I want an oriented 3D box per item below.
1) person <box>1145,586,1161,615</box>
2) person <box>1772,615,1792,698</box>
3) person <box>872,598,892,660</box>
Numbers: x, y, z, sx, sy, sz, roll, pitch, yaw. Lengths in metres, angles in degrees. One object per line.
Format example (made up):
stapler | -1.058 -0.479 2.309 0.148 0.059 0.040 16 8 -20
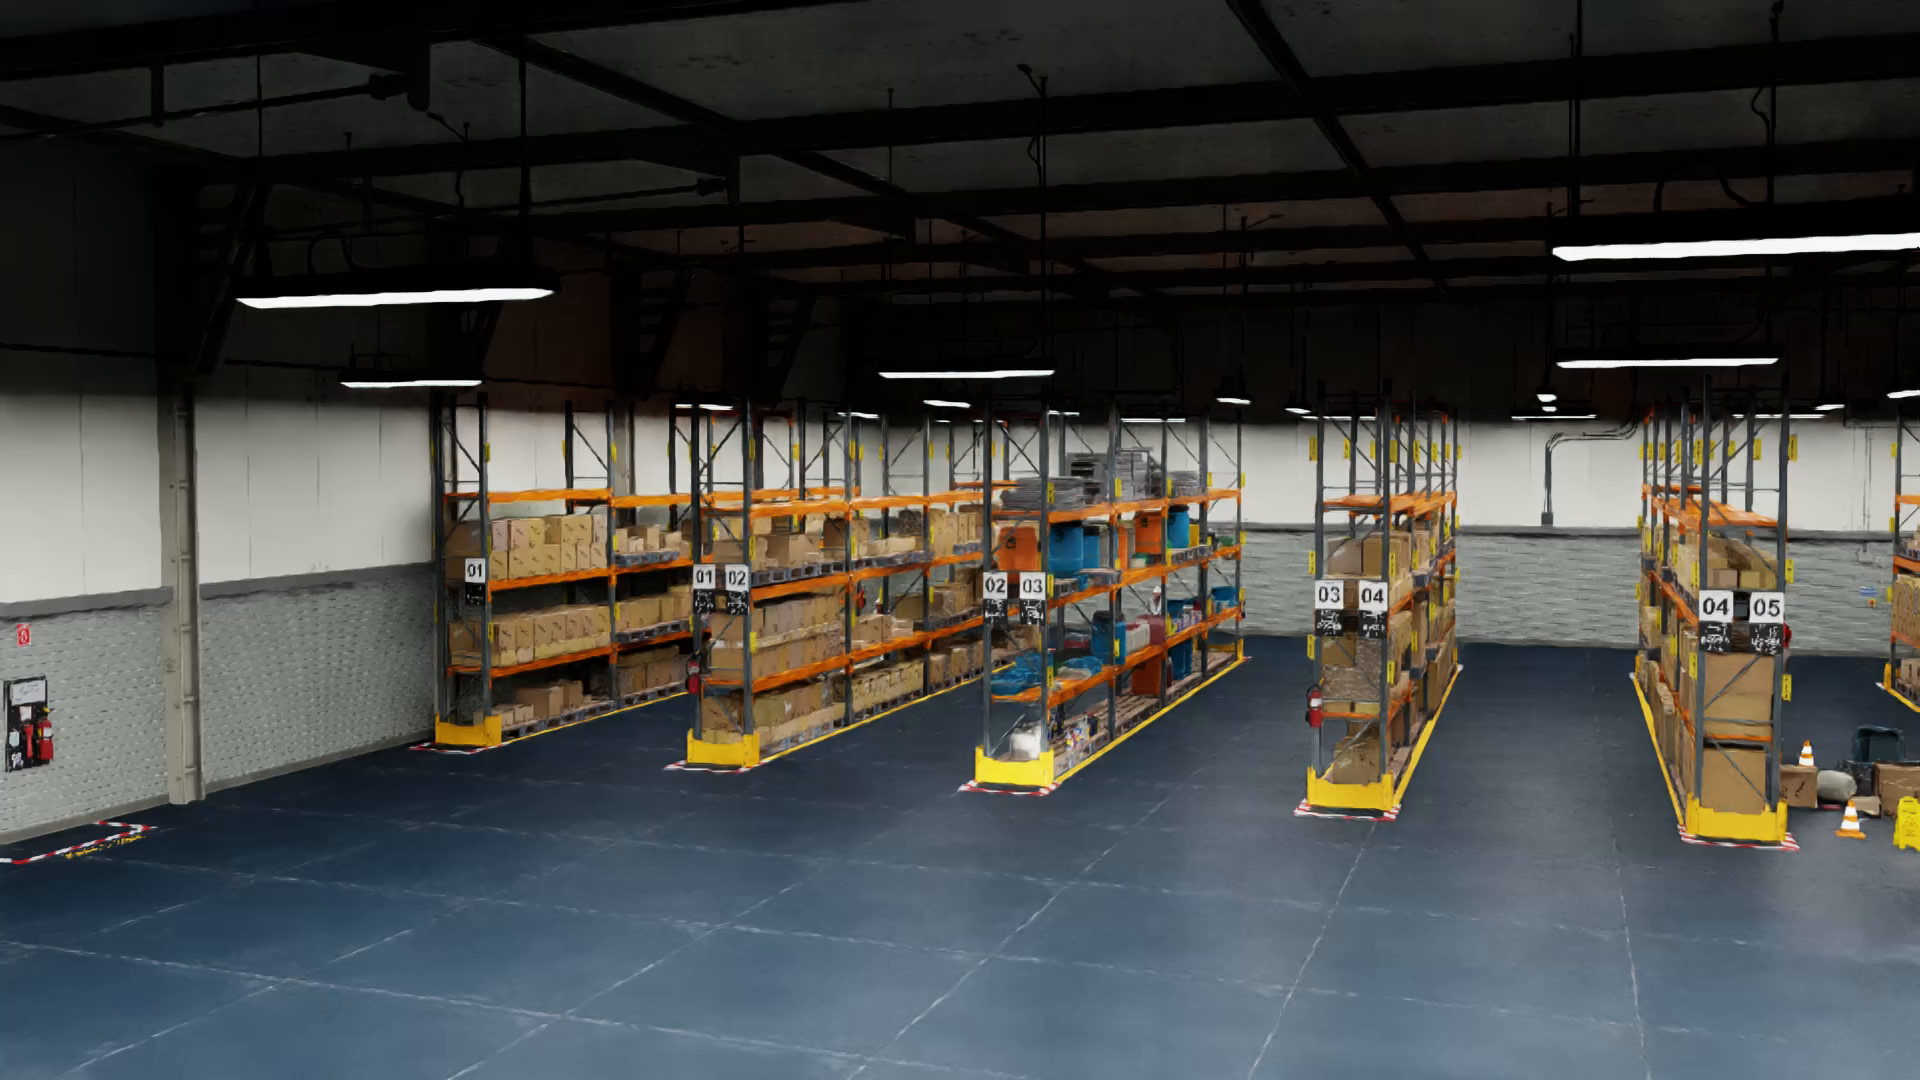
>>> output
person | 4.837 1.985 40.625 0.677 1.726 0.574 1 3 20
person | 16.571 2.333 33.679 0.654 1.721 0.580 -3 4 -43
person | -1.777 2.148 37.292 0.553 1.709 1.123 1 3 22
